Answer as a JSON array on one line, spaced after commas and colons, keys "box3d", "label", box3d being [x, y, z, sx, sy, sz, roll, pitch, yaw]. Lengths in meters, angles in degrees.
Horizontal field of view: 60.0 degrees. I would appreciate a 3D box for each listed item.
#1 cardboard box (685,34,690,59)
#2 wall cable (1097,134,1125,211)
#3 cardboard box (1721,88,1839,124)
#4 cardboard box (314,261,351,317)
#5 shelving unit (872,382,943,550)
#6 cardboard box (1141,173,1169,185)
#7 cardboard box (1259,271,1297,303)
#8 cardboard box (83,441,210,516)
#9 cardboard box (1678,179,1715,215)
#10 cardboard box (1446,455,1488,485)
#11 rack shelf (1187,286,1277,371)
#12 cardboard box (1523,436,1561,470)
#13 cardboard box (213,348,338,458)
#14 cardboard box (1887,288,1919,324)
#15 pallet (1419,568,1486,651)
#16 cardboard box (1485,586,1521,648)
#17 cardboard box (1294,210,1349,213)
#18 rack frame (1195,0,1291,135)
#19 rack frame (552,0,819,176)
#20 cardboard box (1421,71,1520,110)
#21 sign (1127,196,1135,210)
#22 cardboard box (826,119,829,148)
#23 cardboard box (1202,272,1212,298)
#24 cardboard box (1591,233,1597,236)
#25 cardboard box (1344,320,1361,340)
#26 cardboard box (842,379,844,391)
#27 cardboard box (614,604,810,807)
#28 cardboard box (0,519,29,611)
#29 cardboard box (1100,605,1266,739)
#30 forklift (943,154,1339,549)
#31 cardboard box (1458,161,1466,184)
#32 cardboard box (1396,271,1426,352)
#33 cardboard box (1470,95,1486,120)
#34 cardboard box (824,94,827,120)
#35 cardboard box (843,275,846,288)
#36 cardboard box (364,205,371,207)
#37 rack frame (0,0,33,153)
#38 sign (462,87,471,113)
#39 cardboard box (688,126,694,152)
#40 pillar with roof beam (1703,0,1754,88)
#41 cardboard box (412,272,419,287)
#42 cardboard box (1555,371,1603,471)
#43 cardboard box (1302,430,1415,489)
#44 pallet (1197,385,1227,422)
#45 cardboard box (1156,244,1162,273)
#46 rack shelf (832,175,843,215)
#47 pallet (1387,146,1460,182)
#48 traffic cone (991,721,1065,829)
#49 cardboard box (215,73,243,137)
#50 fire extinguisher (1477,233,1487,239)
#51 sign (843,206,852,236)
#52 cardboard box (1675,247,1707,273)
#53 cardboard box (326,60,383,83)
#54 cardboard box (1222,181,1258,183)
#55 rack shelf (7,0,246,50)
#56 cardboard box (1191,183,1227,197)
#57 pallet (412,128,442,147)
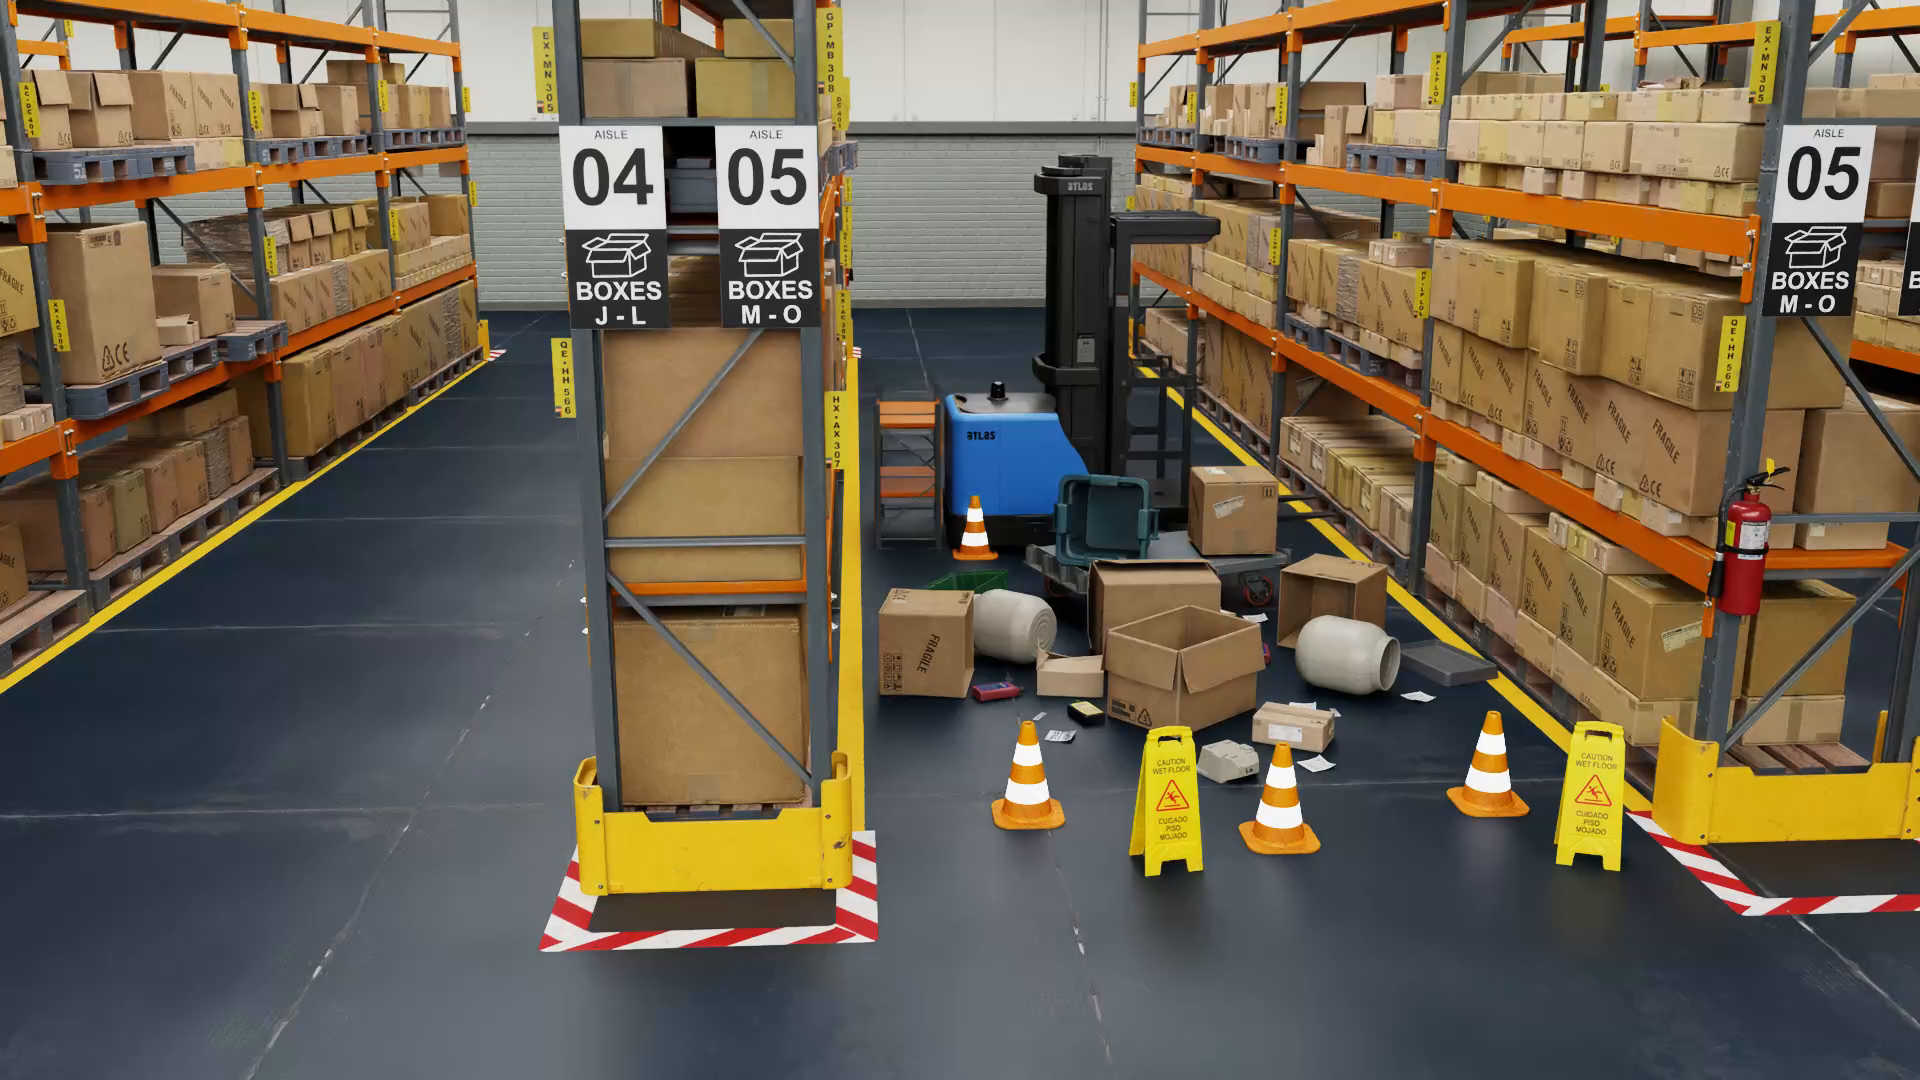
[{"box3d": [-1.499, -2.352, 7.990, 0.380, 0.149, 0.250, -1, 14, -4], "label": "cardboard box"}, {"box3d": [2.509, -5.979, 28.141, 0.585, 1.953, 0.123, -1, 14, -3], "label": "wall cable"}, {"box3d": [3.557, -1.887, 7.224, 0.380, 0.149, 0.250, -1, 14, -3], "label": "cardboard box"}, {"box3d": [-6.371, -2.480, 16.445, 0.500, 0.500, 0.500, -1, 14, -3], "label": "cardboard box"}, {"box3d": [-0.409, -0.603, 13.112, 0.538, 1.125, 1.048, 0, 14, -1], "label": "shelving unit"}, {"box3d": [2.627, -4.824, 22.245, 0.380, 0.149, 0.250, -1, 14, -2], "label": "cardboard box"}, {"box3d": [3.094, -2.366, 15.499, 0.500, 0.250, 0.500, -1, 14, -4], "label": "cardboard box"}, {"box3d": [-6.363, -0.484, 13.022, 0.700, 0.500, 0.500, 0, 14, 1], "label": "cardboard box"}, {"box3d": [3.524, -1.567, 7.581, 0.380, 0.149, 0.250, -1, 14, -3], "label": "cardboard box"}, {"box3d": [3.340, -0.451, 10.628, 0.380, 0.149, 0.250, -1, 14, -3], "label": "cardboard box"}, {"box3d": [3.254, -2.229, 17.112, 1.077, 0.370, 4.000, -1, 14, -3], "label": "rack shelf"}, {"box3d": [3.438, -0.499, 9.452, 0.380, 0.149, 0.250, -1, 14, -4], "label": "cardboard box"}, {"box3d": [-6.536, -1.273, 15.376, 1.225, 0.875, 0.875, -2, 15, -6], "label": "cardboard box"}, {"box3d": [8.159, -1.958, 13.913, 0.500, 0.250, 0.500, -1, 14, -5], "label": "cardboard box"}, {"box3d": [3.702, 0.432, 10.924, 1.003, 0.211, 1.213, -1, 14, -3], "label": "pallet"}, {"box3d": [3.472, 0.459, 9.899, 0.500, 0.250, 0.500, -1, 14, -4], "label": "cardboard box"}, {"box3d": [3.534, -2.991, 16.424, 0.500, 0.500, 0.500, 0, 14, -2], "label": "cardboard box"}, {"box3d": [3.130, -5.980, 18.208, 1.000, 3.000, 0.127, -1, 14, -3], "label": "rack frame"}, {"box3d": [-1.061, -2.894, 6.215, 1.000, 3.000, 0.127, -1, 14, -3], "label": "rack frame"}, {"box3d": [3.462, -3.053, 11.306, 0.500, 0.250, 0.500, -1, 14, -2], "label": "cardboard box"}, {"box3d": [2.327, -4.520, 22.677, 0.100, 0.325, 0.005, -1, 14, -3], "label": "sign"}, {"box3d": [-0.872, -2.101, 8.613, 0.380, 0.149, 0.250, -1, 14, -4], "label": "cardboard box"}, {"box3d": [2.927, -2.760, 18.033, 0.500, 0.250, 0.500, -1, 14, -5], "label": "cardboard box"}, {"box3d": [8.186, -3.857, 21.699, 0.500, 0.250, 0.500, 0, 14, -2], "label": "cardboard box"}, {"box3d": [3.264, -1.675, 13.178, 0.380, 0.149, 0.250, 0, 14, -2], "label": "cardboard box"}, {"box3d": [-1.381, -1.276, 16.139, 0.500, 0.500, 0.500, -1, 14, -3], "label": "cardboard box"}, {"box3d": [-1.169, 0.669, 7.826, 0.875, 0.875, 0.875, -1, 14, -3], "label": "cardboard box"}, {"box3d": [-6.281, 0.175, 10.499, 0.500, 0.500, 0.500, -1, 14, -5], "label": "cardboard box"}, {"box3d": [1.237, 0.721, 9.214, 0.797, 0.503, 0.637, -13, 20, -42], "label": "cardboard box"}, {"box3d": [1.404, -1.454, 12.794, 3.031, 2.935, 1.130, -1, 14, -4], "label": "forklift"}, {"box3d": [3.397, -2.334, 10.561, 0.380, 0.149, 0.250, -1, 14, -4], "label": "cardboard box"}, {"box3d": [3.368, -1.592, 11.554, 0.500, 0.500, 0.500, -1, 14, -4], "label": "cardboard box"}, {"box3d": [3.364, -2.655, 10.208, 0.380, 0.149, 0.250, 0, 14, -2], "label": "cardboard box"}, {"box3d": [-0.930, -2.265, 8.450, 0.500, 0.250, 0.500, -1, 14, -4], "label": "cardboard box"}, {"box3d": [-1.496, -2.927, 18.886, 0.380, 0.149, 0.250, 0, 14, -1], "label": "cardboard box"}, {"box3d": [-7.084, -3.591, 19.162, 0.500, 0.500, 0.500, -1, 14, -3], "label": "cardboard box"}, {"box3d": [-6.266, -3.837, 9.881, 1.000, 3.000, 0.127, -1, 14, -3], "label": "rack frame"}, {"box3d": [-6.467, -5.764, 21.773, 0.100, 0.325, 0.005, -1, 14, -3], "label": "sign"}, {"box3d": [-1.498, -1.965, 8.084, 0.380, 0.149, 0.250, -1, 14, -3], "label": "cardboard box"}, {"box3d": [4.643, -6.178, 18.979, 9.100, 9.000, 0.400, -1, 14, -3], "label": "pillar with roof beam"}, {"box3d": [-6.481, -3.009, 19.207, 0.380, 0.149, 0.250, 0, 14, -2], "label": "cardboard box"}, {"box3d": [3.510, -0.662, 8.784, 0.500, 0.500, 0.500, -1, 14, -4], "label": "cardboard box"}, {"box3d": [3.456, -0.686, 14.105, 0.950, 0.372, 0.625, -1, 14, -5], "label": "cardboard box"}, {"box3d": [3.253, -1.533, 18.562, 1.003, 0.211, 1.213, -1, 14, -3], "label": "pallet"}, {"box3d": [2.745, -3.617, 20.866, 0.500, 0.500, 0.500, 0, 14, -2], "label": "cardboard box"}, {"box3d": [-1.433, -2.585, 12.478, 1.077, 0.370, 4.000, -1, 14, -3], "label": "rack shelf"}, {"box3d": [3.693, -2.602, 11.476, 1.213, 0.211, 1.003, -1, 14, -3], "label": "pallet"}, {"box3d": [0.323, 1.086, 7.877, 0.336, 0.463, 0.334, -1, 14, -3], "label": "traffic cone"}, {"box3d": [-6.234, -3.555, 13.600, 0.500, 0.500, 0.500, -1, 14, -2], "label": "cardboard box"}, {"box3d": [7.365, -3.958, 23.294, 0.296, 0.674, 0.183, -1, 14, -3], "label": "fire extinguisher"}, {"box3d": [-1.251, -3.543, 18.454, 0.100, 0.325, 0.005, -1, 14, -3], "label": "sign"}, {"box3d": [7.971, -2.956, 17.452, 0.700, 0.500, 0.500, -1, 14, -4], "label": "cardboard box"}, {"box3d": [-6.813, -5.272, 18.726, 0.500, 0.250, 0.500, -2, 15, -7], "label": "cardboard box"}, {"box3d": [3.325, -4.193, 19.794, 0.380, 0.149, 0.250, -1, 14, -4], "label": "cardboard box"}, {"box3d": [-6.390, -3.793, 11.954, 1.077, 0.370, 4.000, -1, 14, -3], "label": "rack shelf"}, {"box3d": [2.885, -4.060, 19.278, 0.380, 0.149, 0.250, -1, 14, -2], "label": "cardboard box"}, {"box3d": [-6.874, -4.838, 19.967, 1.003, 0.211, 1.213, -1, 14, -3], "label": "pallet"}]
